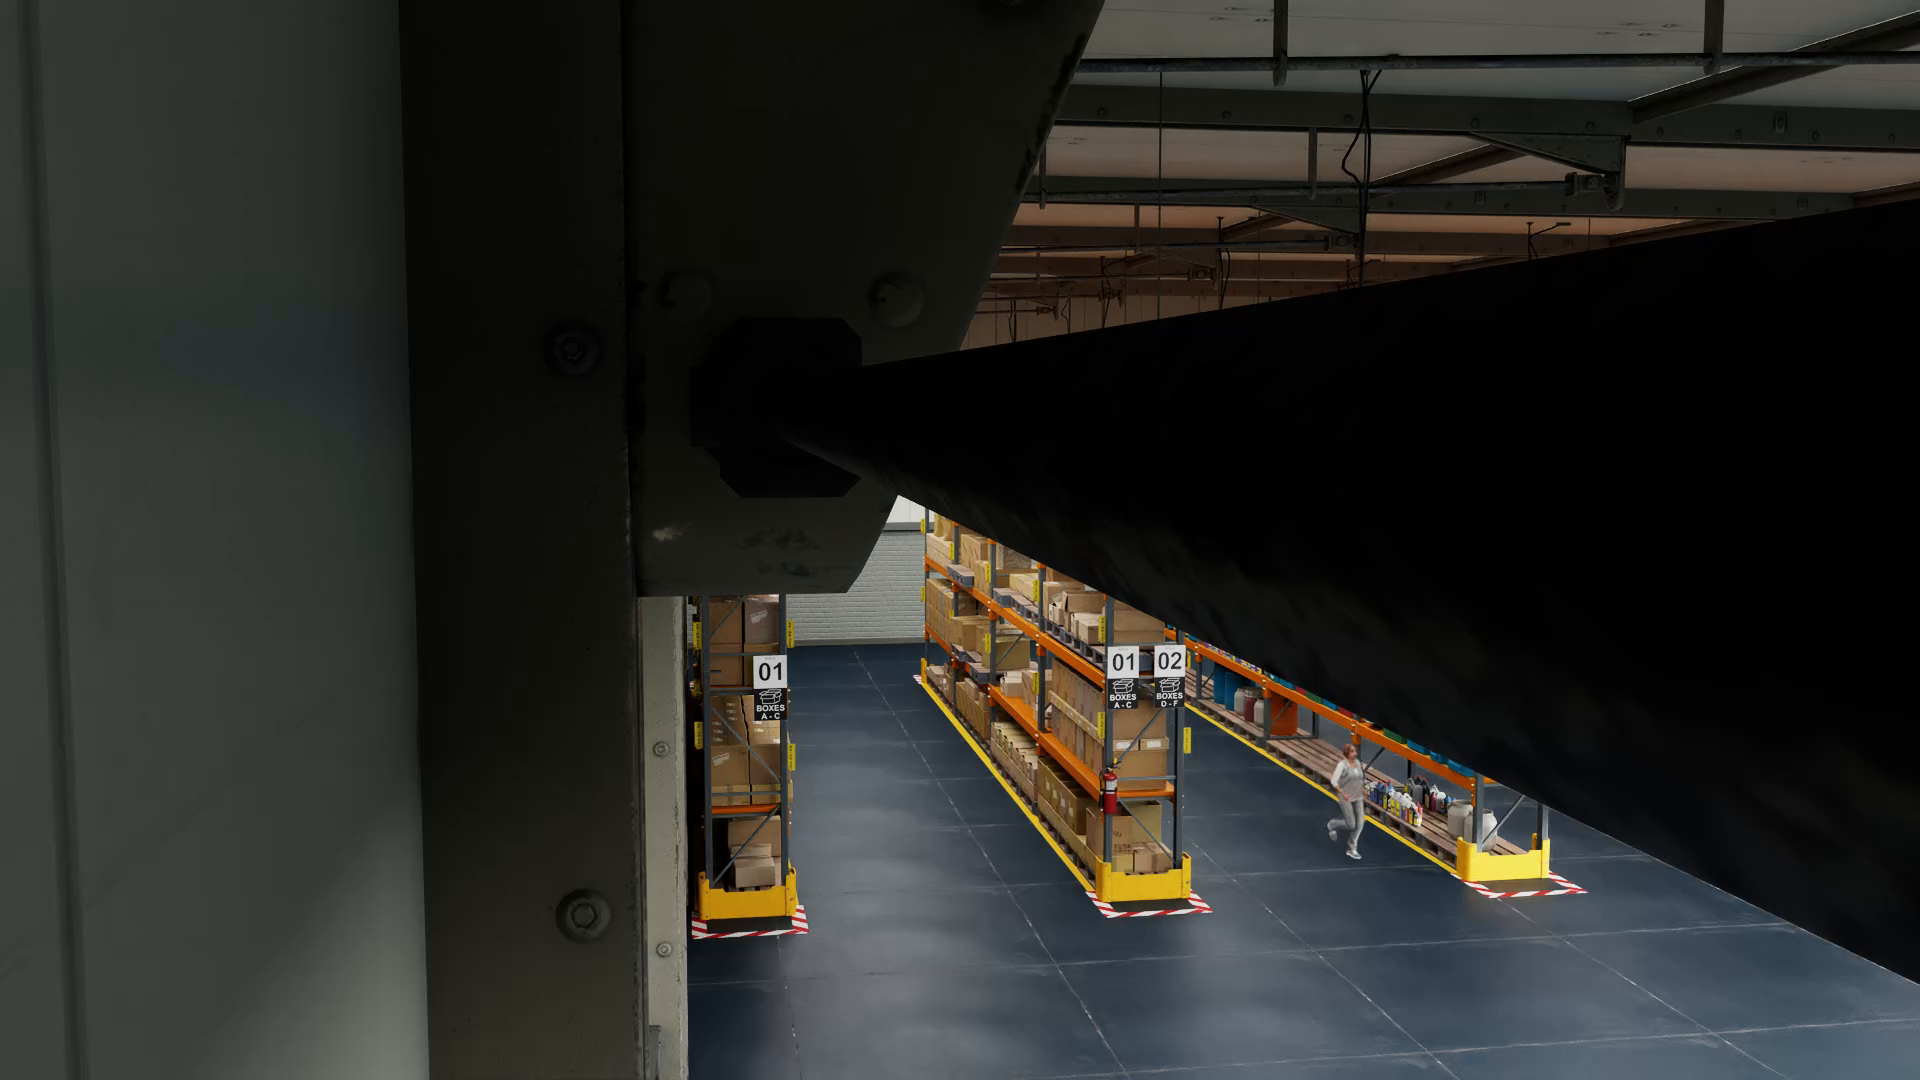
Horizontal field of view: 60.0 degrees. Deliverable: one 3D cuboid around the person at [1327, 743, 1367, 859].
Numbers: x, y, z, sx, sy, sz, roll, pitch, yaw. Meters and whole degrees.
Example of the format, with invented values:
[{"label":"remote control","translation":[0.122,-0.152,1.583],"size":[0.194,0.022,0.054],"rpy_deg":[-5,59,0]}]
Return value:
[{"label":"person","translation":[5.318,3.556,22.823],"size":[0.499,1.560,0.618],"rpy_deg":[-2,6,-26]}]
